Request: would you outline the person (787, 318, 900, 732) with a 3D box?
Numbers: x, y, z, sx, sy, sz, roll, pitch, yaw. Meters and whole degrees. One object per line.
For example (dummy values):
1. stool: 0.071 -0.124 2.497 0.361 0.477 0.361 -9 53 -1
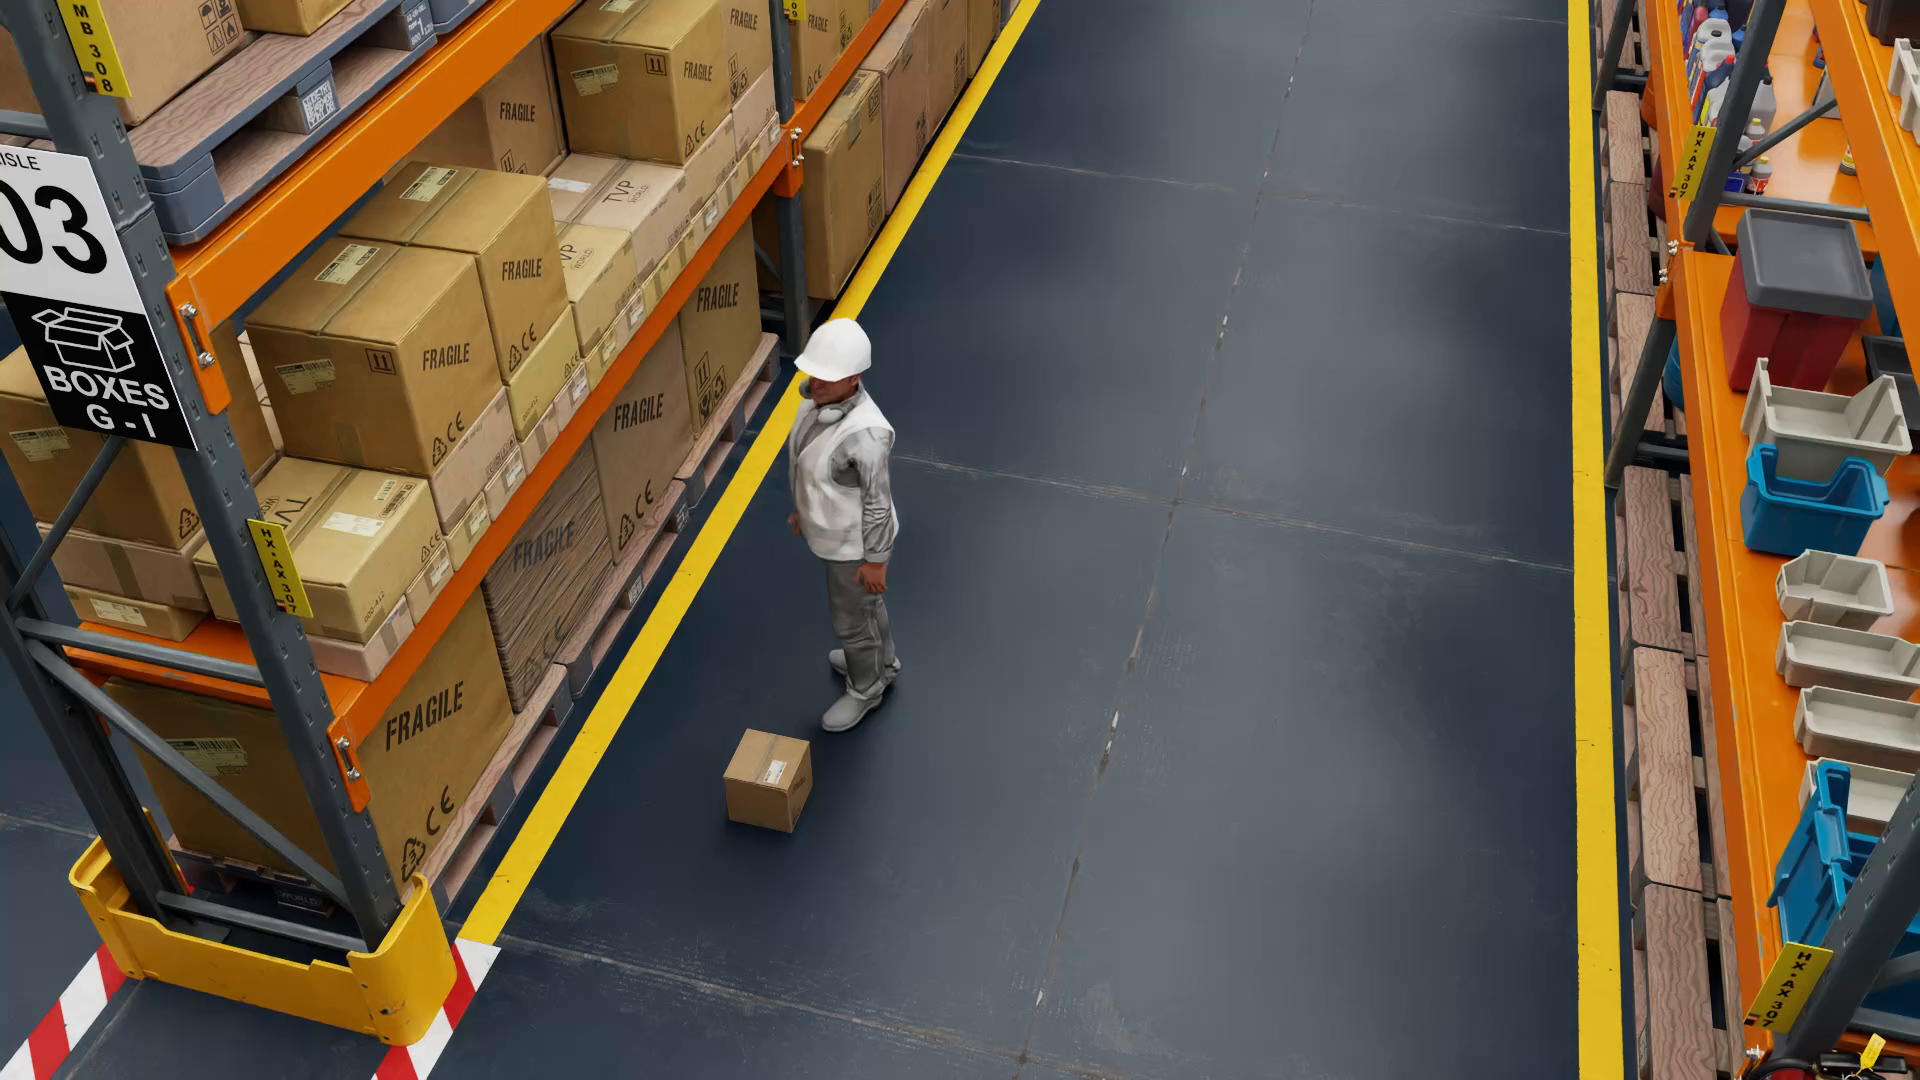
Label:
1. person: -0.427 -0.056 6.178 0.382 1.776 0.558 -15 43 -16
